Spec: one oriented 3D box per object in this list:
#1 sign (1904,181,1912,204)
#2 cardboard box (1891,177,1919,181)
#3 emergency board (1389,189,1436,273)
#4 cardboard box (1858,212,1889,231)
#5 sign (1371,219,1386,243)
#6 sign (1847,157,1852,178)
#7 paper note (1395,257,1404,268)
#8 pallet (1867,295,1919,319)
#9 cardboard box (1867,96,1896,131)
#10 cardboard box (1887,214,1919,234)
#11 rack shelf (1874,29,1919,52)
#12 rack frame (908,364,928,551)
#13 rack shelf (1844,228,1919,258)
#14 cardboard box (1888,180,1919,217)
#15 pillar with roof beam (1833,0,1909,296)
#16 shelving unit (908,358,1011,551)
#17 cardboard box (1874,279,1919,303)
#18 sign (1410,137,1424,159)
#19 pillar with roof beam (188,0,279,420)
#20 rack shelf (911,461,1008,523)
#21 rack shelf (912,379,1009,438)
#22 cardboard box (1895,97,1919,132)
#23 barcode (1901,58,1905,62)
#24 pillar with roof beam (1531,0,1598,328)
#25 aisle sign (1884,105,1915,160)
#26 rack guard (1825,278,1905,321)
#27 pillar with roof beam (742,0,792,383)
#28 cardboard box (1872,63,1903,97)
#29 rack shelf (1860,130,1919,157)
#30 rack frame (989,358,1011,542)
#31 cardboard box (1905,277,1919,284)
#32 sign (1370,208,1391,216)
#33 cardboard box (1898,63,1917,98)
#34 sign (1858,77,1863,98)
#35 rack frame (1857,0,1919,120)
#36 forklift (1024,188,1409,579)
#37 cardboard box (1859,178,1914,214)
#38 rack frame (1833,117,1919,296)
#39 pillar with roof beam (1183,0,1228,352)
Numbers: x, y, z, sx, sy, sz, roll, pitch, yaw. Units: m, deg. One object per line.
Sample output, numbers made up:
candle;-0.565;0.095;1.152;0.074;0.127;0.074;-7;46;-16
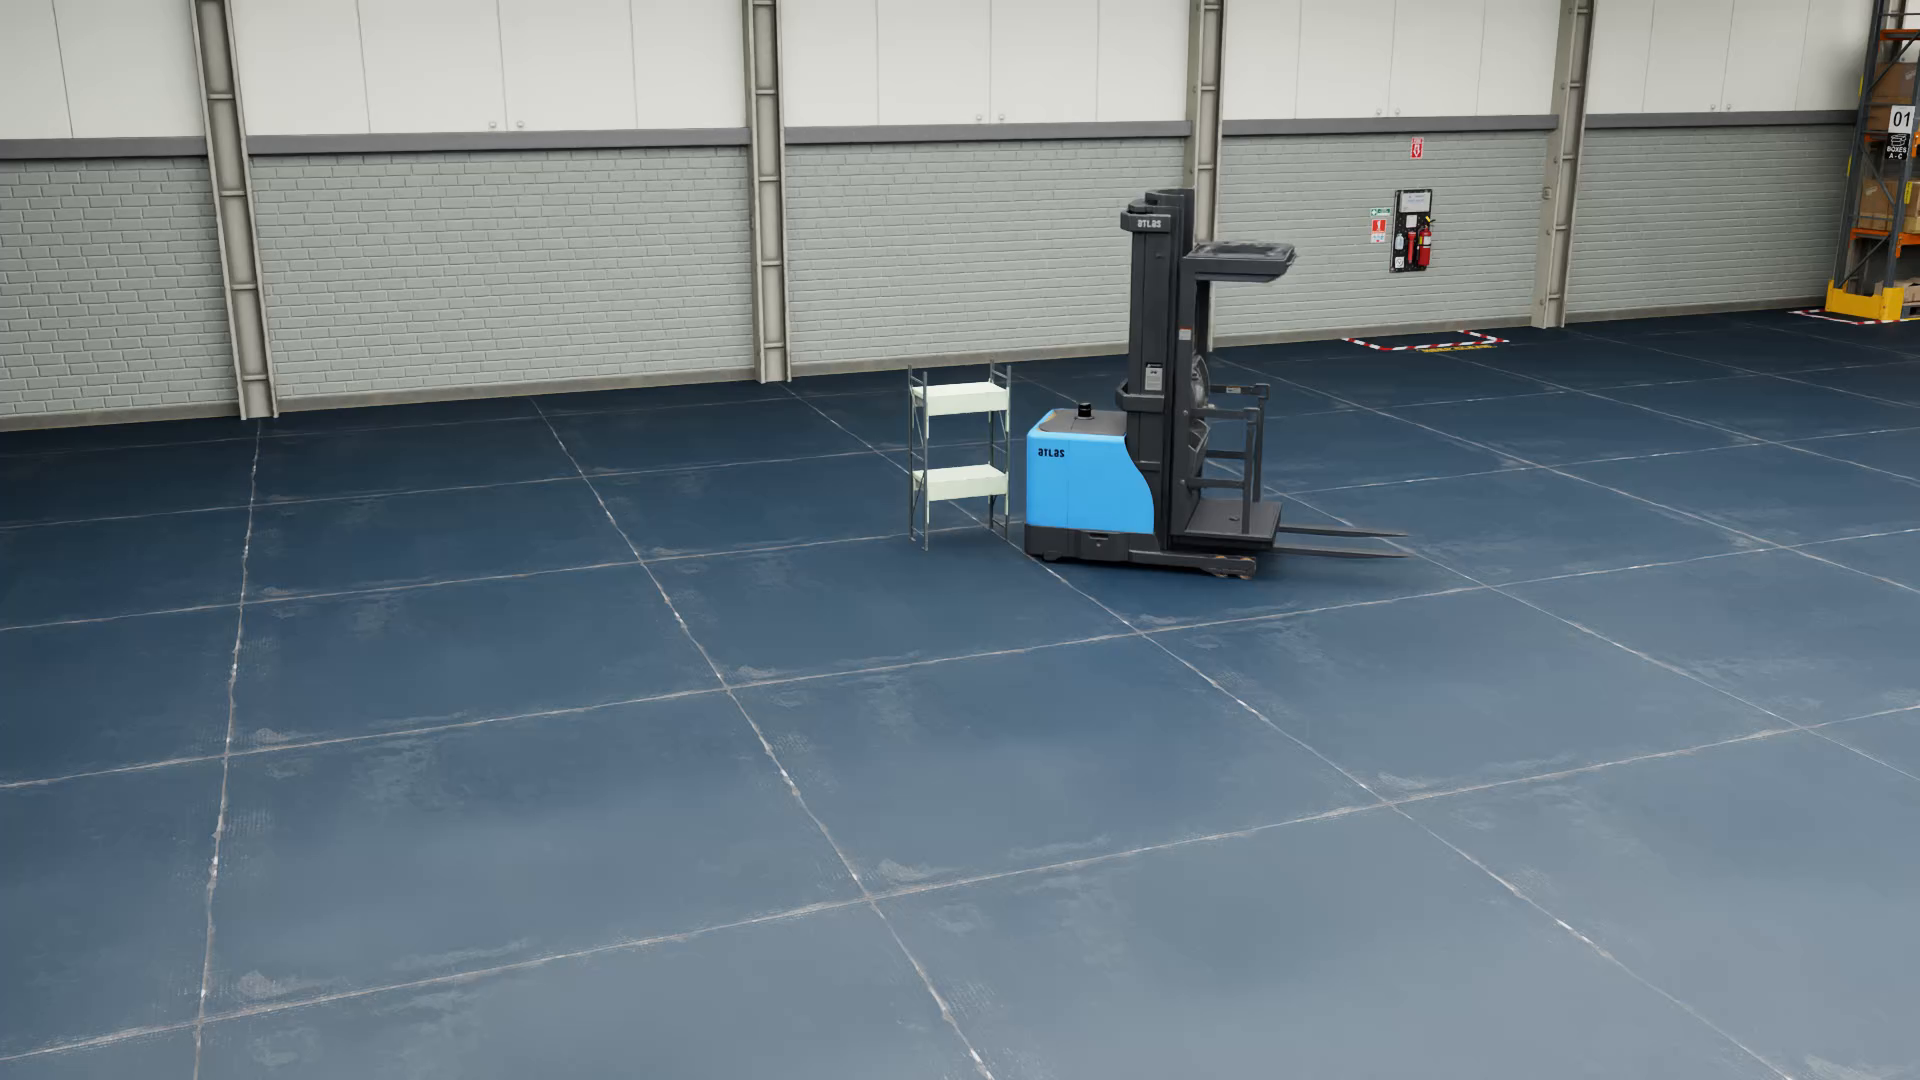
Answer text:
sign;14.304;-5.244;25.096;0.005;0.325;0.100;-6;17;-20
cardboard box;14.947;-5.421;26.133;0.500;0.500;0.500;-6;17;-19
emergency board;6.530;-4.426;23.845;0.643;1.169;0.194;-6;17;-20
cardboard box;14.477;-5.007;26.057;0.500;0.250;0.500;-6;17;-19
sign;5.977;-4.414;23.743;0.234;0.329;0.001;-6;17;-20
sign;13.930;-5.827;26.001;0.005;0.325;0.100;-6;17;-20
paper note;6.340;-4.003;23.971;0.142;0.148;0.016;-6;17;-20
pallet;14.952;-3.714;26.371;1.213;0.211;1.003;-6;17;-20
cardboard box;14.409;-6.577;25.635;0.500;0.500;0.500;-5;17;-16
cardboard box;14.679;-4.875;25.606;0.500;0.250;0.500;-7;18;-22
rack shelf;15.977;-7.705;25.648;4.000;0.370;1.077;-6;17;-20
rack frame;-0.348;-0.682;13.759;0.023;1.500;0.400;-6;17;-20
rack shelf;15.977;-4.828;26.492;4.000;0.370;1.077;-6;17;-20
cardboard box;14.663;-5.238;25.512;0.500;0.500;0.500;-6;17;-20
pillar with roof beam;15.994;-7.016;22.017;0.400;9.000;9.100;-6;17;-20
shelving unit;-0.006;-0.719;13.885;0.755;1.500;0.431;-6;17;-20
cardboard box;14.788;-3.939;26.178;0.500;0.311;0.500;-8;18;-26
sign;6.487;-5.563;23.605;0.199;0.298;0.001;-6;17;-20
pillar with roof beam;-6.417;-4.596;13.777;0.400;9.000;9.100;-6;17;-20
rack shelf;-0.006;-0.406;13.976;0.720;0.370;0.431;-6;17;-20
rack shelf;-0.006;-1.093;13.775;0.720;0.370;0.431;-6;17;-20
cardboard box;14.511;-6.436;25.156;0.500;0.500;0.500;-6;17;-19
barcode;14.594;-7.429;25.734;0.075;0.075;0.001;-6;17;-20
pillar with roof beam;10.392;-6.411;19.957;0.400;9.000;9.100;-6;17;-20
aisle sign;14.150;-6.133;25.045;0.004;0.787;0.394;-6;17;-20
rack guard;14.181;-3.780;26.083;0.348;0.500;1.175;-6;17;-20
pillar with roof beam;-0.814;-5.201;15.837;0.400;9.000;9.100;-6;17;-20
cardboard box;14.419;-7.060;25.506;0.500;0.500;0.500;-5;17;-18
rack shelf;15.977;-6.267;26.070;4.000;0.370;1.077;-6;17;-20
rack frame;0.336;-0.756;14.010;0.023;1.500;0.400;-6;17;-20
cardboard box;15.320;-3.996;26.374;0.500;0.311;0.500;-5;17;-15
sign;5.984;-4.667;23.662;0.331;0.109;0.001;-6;17;-20
cardboard box;14.556;-6.923;25.039;0.500;0.500;0.500;-8;18;-24
sign;13.930;-6.984;25.661;0.005;0.325;0.100;-6;17;-20
rack frame;14.110;-7.850;24.859;0.127;3.000;1.000;-6;17;-20
forklift;2.096;-1.265;13.203;3.031;2.935;1.130;4;17;14
cardboard box;14.474;-5.372;25.969;0.500;0.500;0.500;-6;18;-21
rack frame;14.110;-4.972;25.704;0.127;3.000;1.000;-6;17;-20
pillar with roof beam;4.789;-5.806;17.897;0.400;9.000;9.100;-6;17;-20
